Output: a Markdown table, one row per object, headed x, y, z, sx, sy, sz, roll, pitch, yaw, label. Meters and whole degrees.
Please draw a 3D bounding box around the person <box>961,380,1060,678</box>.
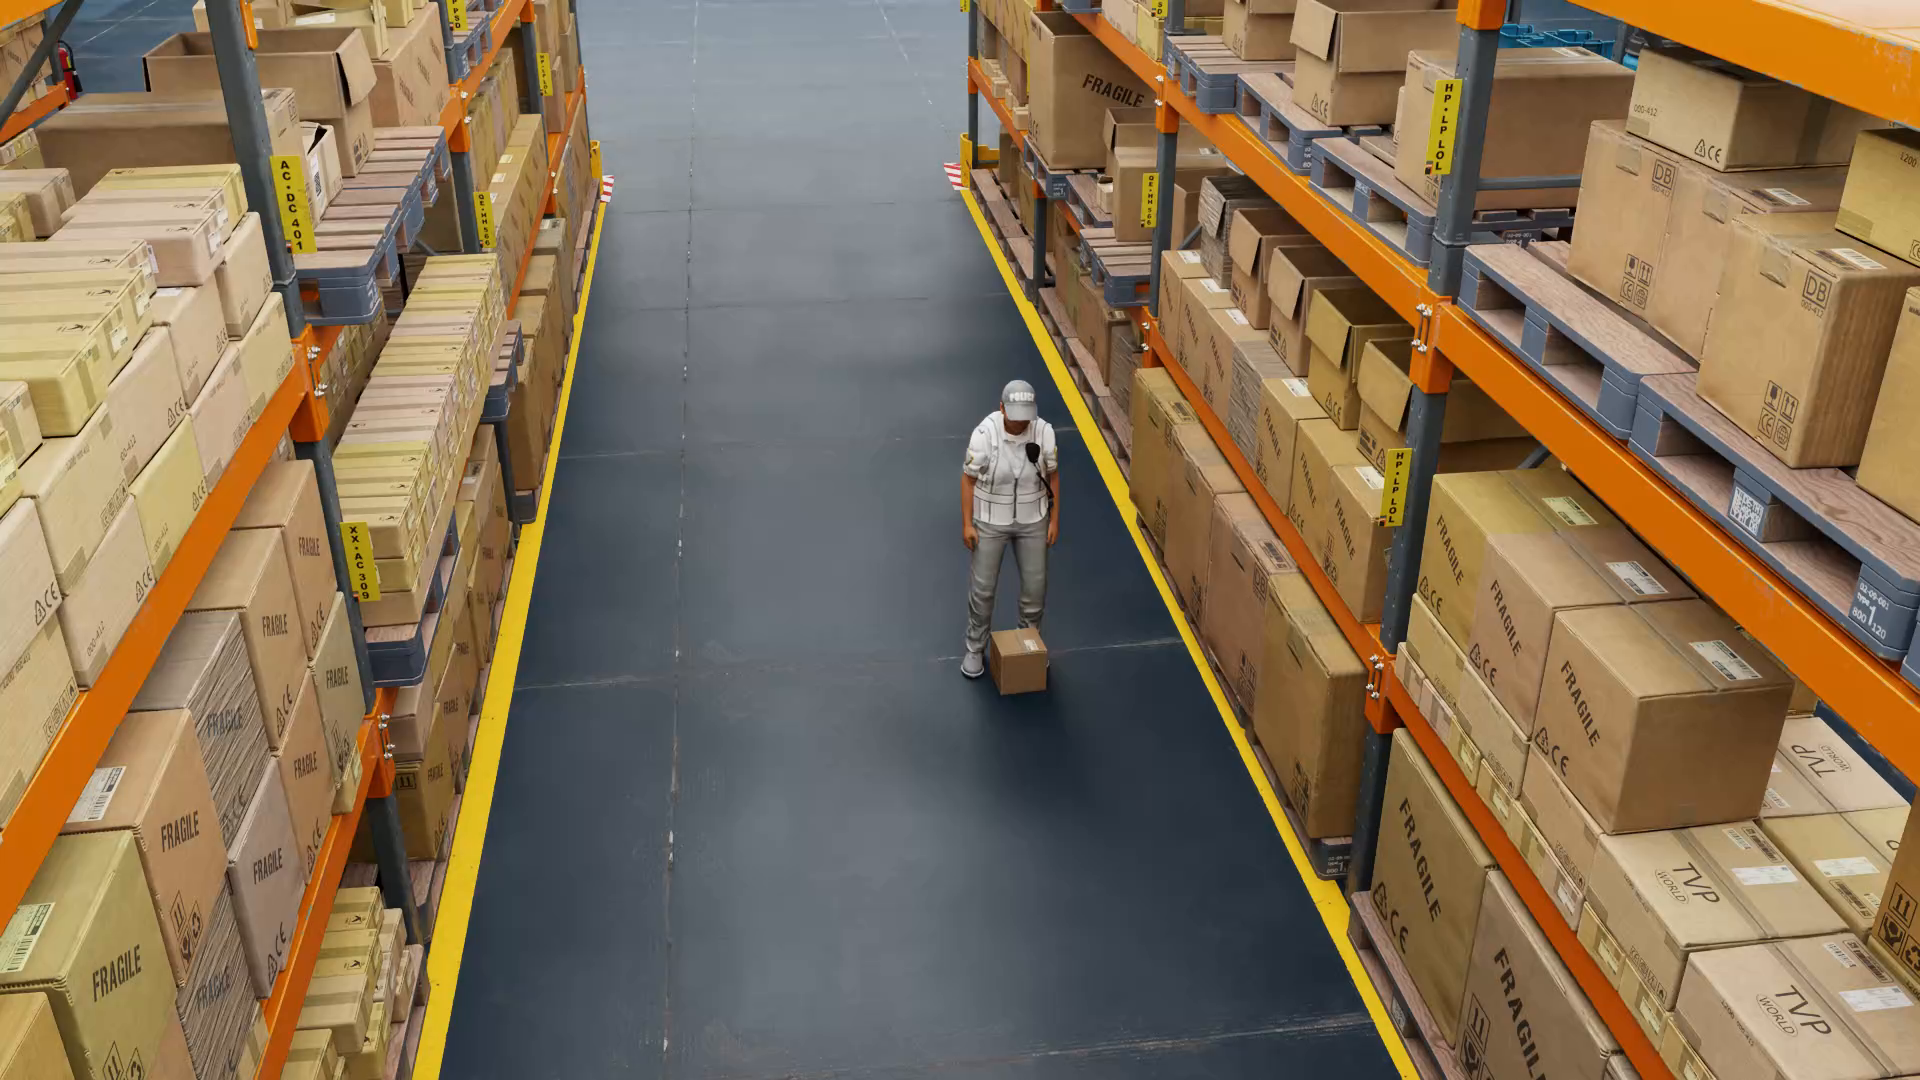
| x | y | z | sx | sy | sz | roll | pitch | yaw | label |
| --- | --- | --- | --- | --- | --- | --- | --- | --- | --- |
| 0.263 | -0.080 | 8.765 | 0.539 | 1.666 | 0.466 | -4 | 28 | -7 | person |
